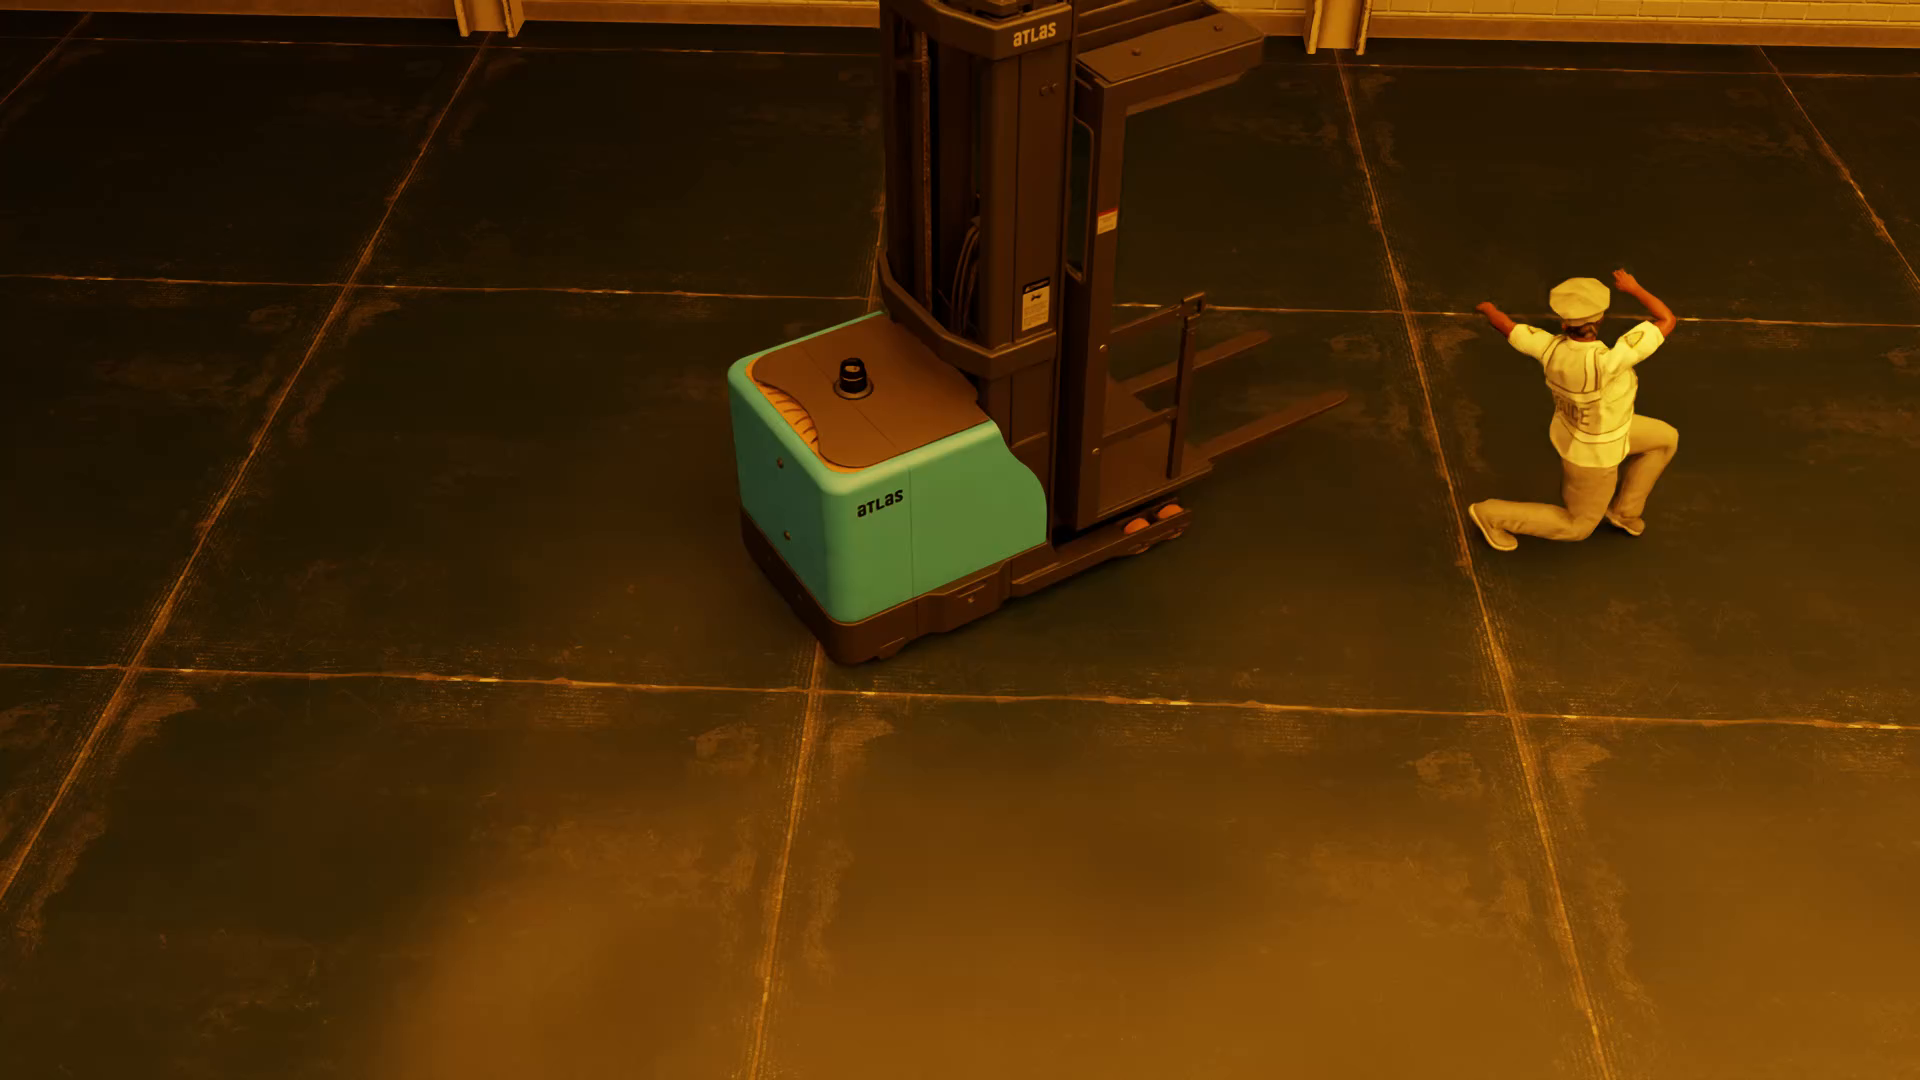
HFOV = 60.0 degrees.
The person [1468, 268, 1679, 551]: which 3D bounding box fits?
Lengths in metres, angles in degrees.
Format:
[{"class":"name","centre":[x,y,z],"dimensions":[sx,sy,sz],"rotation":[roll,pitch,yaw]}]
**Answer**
[{"class":"person","centre":[2.828,-0.676,7.641],"dimensions":[0.885,1.389,0.964],"rotation":[-3,42,-3]}]

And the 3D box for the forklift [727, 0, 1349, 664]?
[{"class":"forklift","centre":[0.502,-1.301,7.167],"dimensions":[3.031,2.935,1.130],"rotation":[-23,47,-23]}]
